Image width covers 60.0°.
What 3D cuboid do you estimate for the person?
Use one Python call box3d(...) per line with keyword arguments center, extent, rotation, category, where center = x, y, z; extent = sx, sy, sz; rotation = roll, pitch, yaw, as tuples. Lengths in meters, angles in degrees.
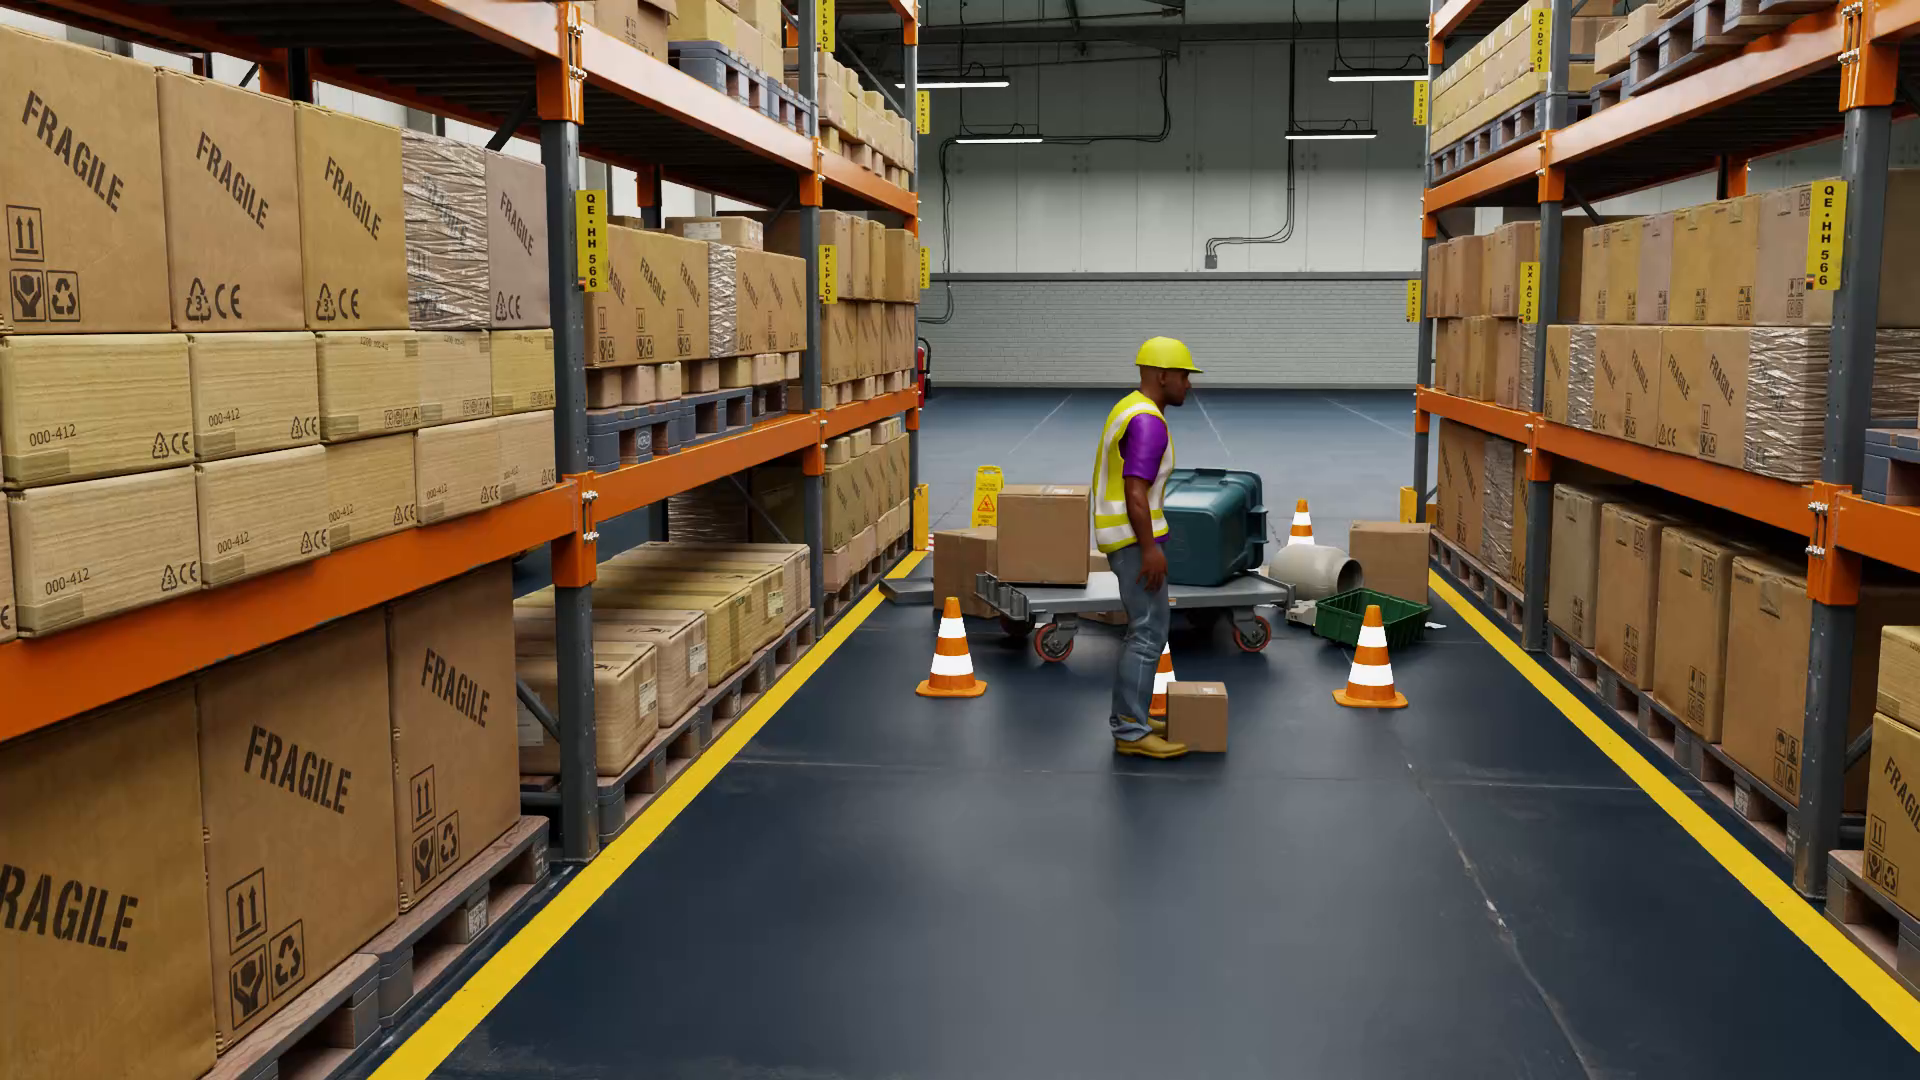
box3d(center=(0.796, 0.015, 7.116), extent=(0.463, 1.759, 0.625), rotation=(0, 8, 4), category="person")
